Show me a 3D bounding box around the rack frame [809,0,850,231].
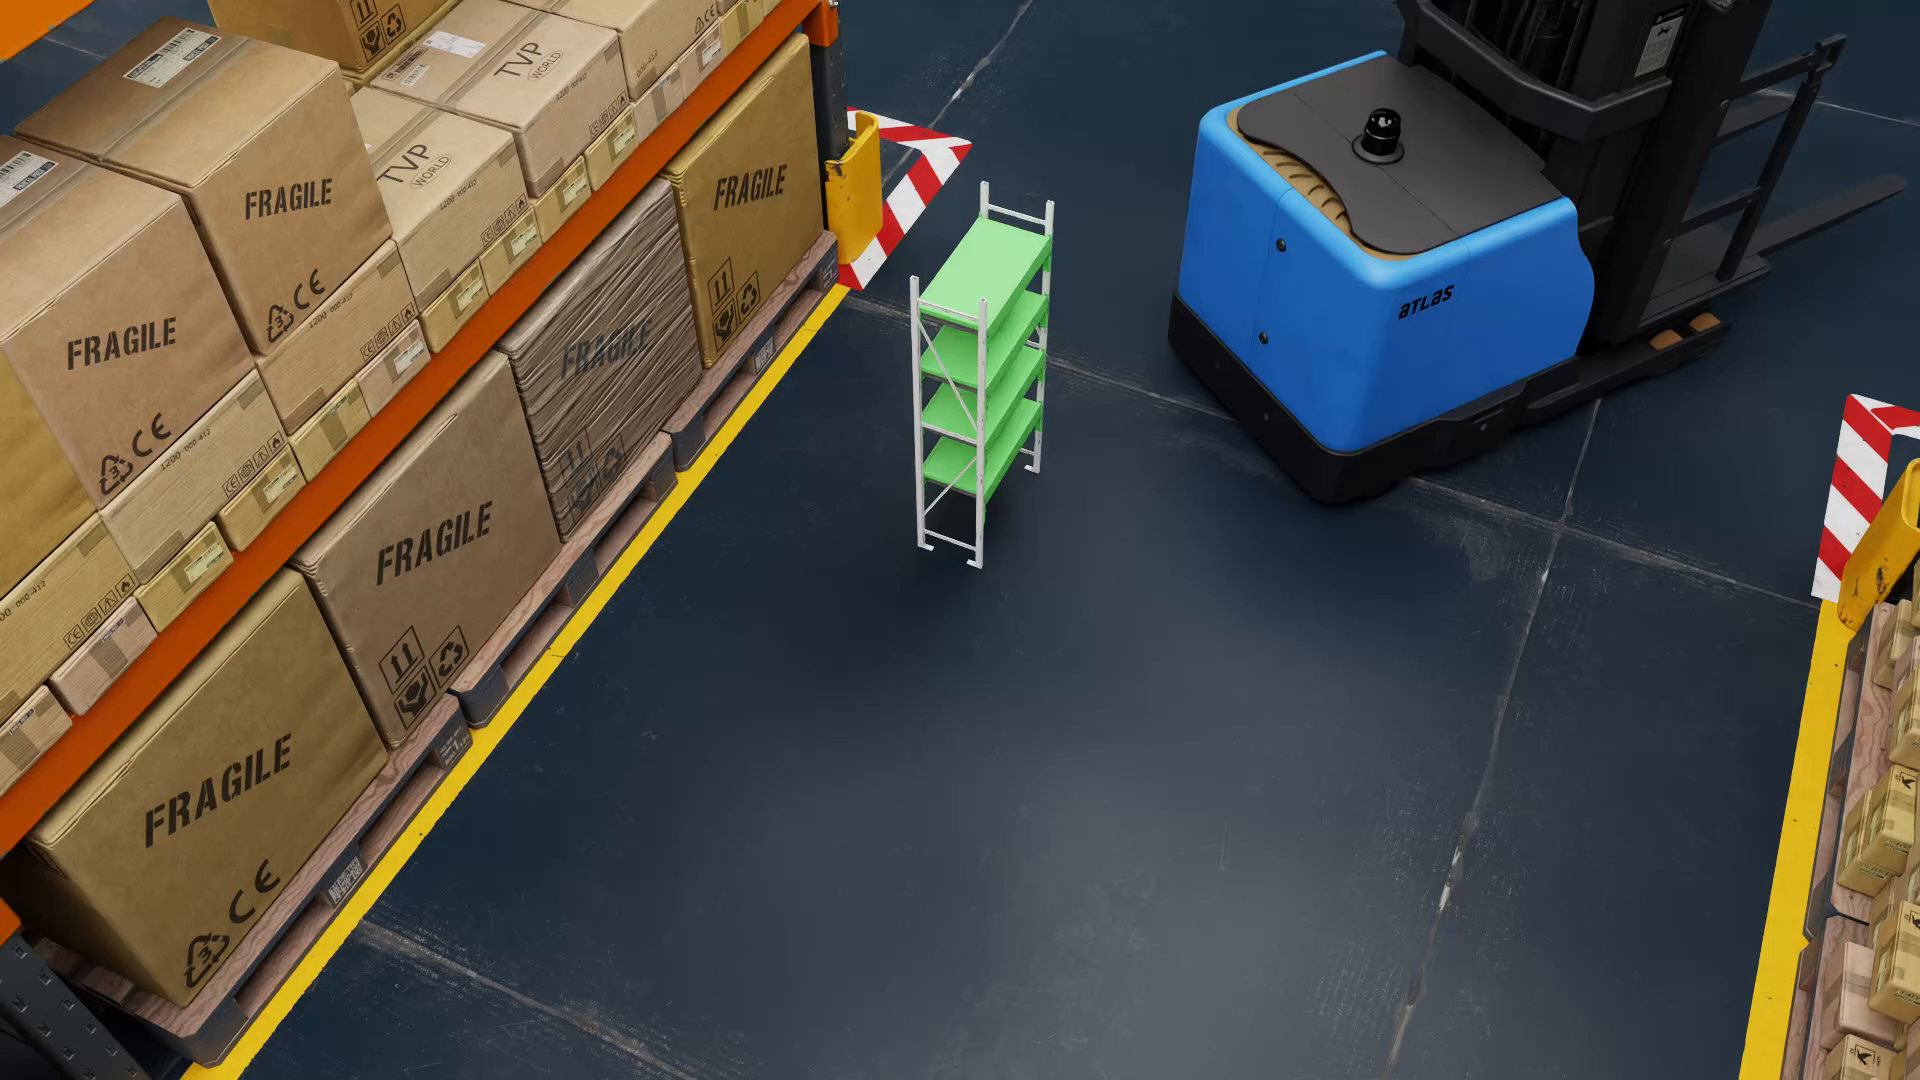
[{"bbox_3d":[-0.907,-2.355,5.784,1.000,3.000,0.127,20,52,16],"label":"rack frame"}]

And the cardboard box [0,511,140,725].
[{"bbox_3d":[-2.179,0.114,3.587,0.500,0.250,0.500,19,52,15],"label":"cardboard box"}]

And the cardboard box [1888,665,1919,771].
[{"bbox_3d":[2.770,0.535,4.531,0.380,0.149,0.250,20,52,16],"label":"cardboard box"}]

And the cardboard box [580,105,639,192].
[{"bbox_3d":[-1.197,-1.217,4.981,0.380,0.149,0.250,19,52,15],"label":"cardboard box"}]

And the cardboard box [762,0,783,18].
[{"bbox_3d":[-0.762,-1.921,5.580,0.380,0.149,0.250,21,53,17],"label":"cardboard box"}]

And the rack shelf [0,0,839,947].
[{"bbox_3d":[-1.762,-0.744,4.886,1.077,0.370,4.000,20,52,16],"label":"rack shelf"}]

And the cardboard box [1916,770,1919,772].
[{"bbox_3d":[2.885,0.665,4.615,0.380,0.149,0.250,20,53,17],"label":"cardboard box"}]

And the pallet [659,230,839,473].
[{"bbox_3d":[-1.178,-0.875,6.356,1.003,0.211,1.213,20,52,16],"label":"pallet"}]

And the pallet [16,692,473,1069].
[{"bbox_3d":[-2.221,0.805,4.926,1.003,0.211,1.213,20,52,16],"label":"pallet"}]

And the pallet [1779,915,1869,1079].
[{"bbox_3d":[2.600,1.670,4.191,1.003,0.211,1.213,20,52,16],"label":"pallet"}]

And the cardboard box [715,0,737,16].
[{"bbox_3d":[-0.874,-1.982,5.370,0.500,0.250,0.500,19,52,16],"label":"cardboard box"}]

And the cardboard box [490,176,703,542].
[{"bbox_3d":[-1.497,-0.709,5.503,0.875,0.875,0.875,20,52,16],"label":"cardboard box"}]

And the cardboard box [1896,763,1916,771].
[{"bbox_3d":[2.883,0.753,4.736,0.380,0.149,0.250,20,53,16],"label":"cardboard box"}]

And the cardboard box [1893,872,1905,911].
[{"bbox_3d":[2.650,1.020,4.313,0.380,0.149,0.250,18,52,14],"label":"cardboard box"}]

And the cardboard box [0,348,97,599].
[{"bbox_3d":[-2.180,-0.138,3.308,0.500,0.500,0.500,20,52,16],"label":"cardboard box"}]

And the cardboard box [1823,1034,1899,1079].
[{"bbox_3d":[2.372,1.443,4.149,0.380,0.149,0.250,20,52,16],"label":"cardboard box"}]

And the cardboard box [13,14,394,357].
[{"bbox_3d":[-1.745,-0.834,3.901,0.500,0.500,0.500,18,52,15],"label":"cardboard box"}]

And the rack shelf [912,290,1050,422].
[{"bbox_3d":[0.071,-0.617,5.256,0.258,0.148,0.480,20,52,16],"label":"rack shelf"}]

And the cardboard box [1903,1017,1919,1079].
[{"bbox_3d":[2.438,1.291,3.887,0.380,0.149,0.250,20,52,16],"label":"cardboard box"}]

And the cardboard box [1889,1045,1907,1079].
[{"bbox_3d":[2.447,1.403,3.987,0.380,0.149,0.250,22,53,18],"label":"cardboard box"}]

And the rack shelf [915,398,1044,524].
[{"bbox_3d":[0.071,-0.306,5.621,0.258,0.148,0.480,20,52,16],"label":"rack shelf"}]

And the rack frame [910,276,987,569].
[{"bbox_3d":[-0.034,-0.335,5.247,0.240,1.200,0.015,20,52,16],"label":"rack frame"}]

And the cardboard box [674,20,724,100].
[{"bbox_3d":[-0.980,-1.568,5.280,0.380,0.149,0.250,20,52,16],"label":"cardboard box"}]

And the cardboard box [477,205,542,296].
[{"bbox_3d":[-1.415,-0.868,4.684,0.380,0.149,0.250,21,53,17],"label":"cardboard box"}]

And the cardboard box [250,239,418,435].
[{"bbox_3d":[-1.746,-0.586,4.182,0.500,0.250,0.500,21,53,17],"label":"cardboard box"}]

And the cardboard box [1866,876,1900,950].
[{"bbox_3d":[2.652,1.100,4.440,0.380,0.149,0.250,20,52,16],"label":"cardboard box"}]

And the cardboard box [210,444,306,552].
[{"bbox_3d":[-1.854,-0.158,4.080,0.380,0.149,0.250,18,52,15],"label":"cardboard box"}]

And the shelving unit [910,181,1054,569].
[{"bbox_3d":[0.071,-0.503,5.390,0.258,1.200,0.503,20,52,16],"label":"shelving unit"}]

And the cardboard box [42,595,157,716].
[{"bbox_3d":[-2.077,0.205,3.771,0.380,0.149,0.250,18,52,15],"label":"cardboard box"}]

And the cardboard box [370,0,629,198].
[{"bbox_3d":[-1.309,-1.283,4.775,0.500,0.250,0.500,18,52,15],"label":"cardboard box"}]

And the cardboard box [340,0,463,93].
[{"bbox_3d":[-1.791,-1.455,4.921,0.500,0.250,0.500,18,52,15],"label":"cardboard box"}]

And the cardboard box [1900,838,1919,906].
[{"bbox_3d":[2.612,0.920,4.203,0.380,0.149,0.250,22,53,17],"label":"cardboard box"}]

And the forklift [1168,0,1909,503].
[{"bbox_3d":[2.329,-1.909,5.450,3.031,2.935,1.130,-23,53,-18],"label":"forklift"}]

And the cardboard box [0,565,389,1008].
[{"bbox_3d":[-2.262,0.524,4.454,0.875,0.875,0.875,20,52,16],"label":"cardboard box"}]

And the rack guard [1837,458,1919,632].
[{"bbox_3d":[3.502,0.191,5.259,1.175,0.500,0.348,20,52,16],"label":"rack guard"}]

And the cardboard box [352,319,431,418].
[{"bbox_3d":[-1.636,-0.507,4.377,0.380,0.149,0.250,20,53,16],"label":"cardboard box"}]
